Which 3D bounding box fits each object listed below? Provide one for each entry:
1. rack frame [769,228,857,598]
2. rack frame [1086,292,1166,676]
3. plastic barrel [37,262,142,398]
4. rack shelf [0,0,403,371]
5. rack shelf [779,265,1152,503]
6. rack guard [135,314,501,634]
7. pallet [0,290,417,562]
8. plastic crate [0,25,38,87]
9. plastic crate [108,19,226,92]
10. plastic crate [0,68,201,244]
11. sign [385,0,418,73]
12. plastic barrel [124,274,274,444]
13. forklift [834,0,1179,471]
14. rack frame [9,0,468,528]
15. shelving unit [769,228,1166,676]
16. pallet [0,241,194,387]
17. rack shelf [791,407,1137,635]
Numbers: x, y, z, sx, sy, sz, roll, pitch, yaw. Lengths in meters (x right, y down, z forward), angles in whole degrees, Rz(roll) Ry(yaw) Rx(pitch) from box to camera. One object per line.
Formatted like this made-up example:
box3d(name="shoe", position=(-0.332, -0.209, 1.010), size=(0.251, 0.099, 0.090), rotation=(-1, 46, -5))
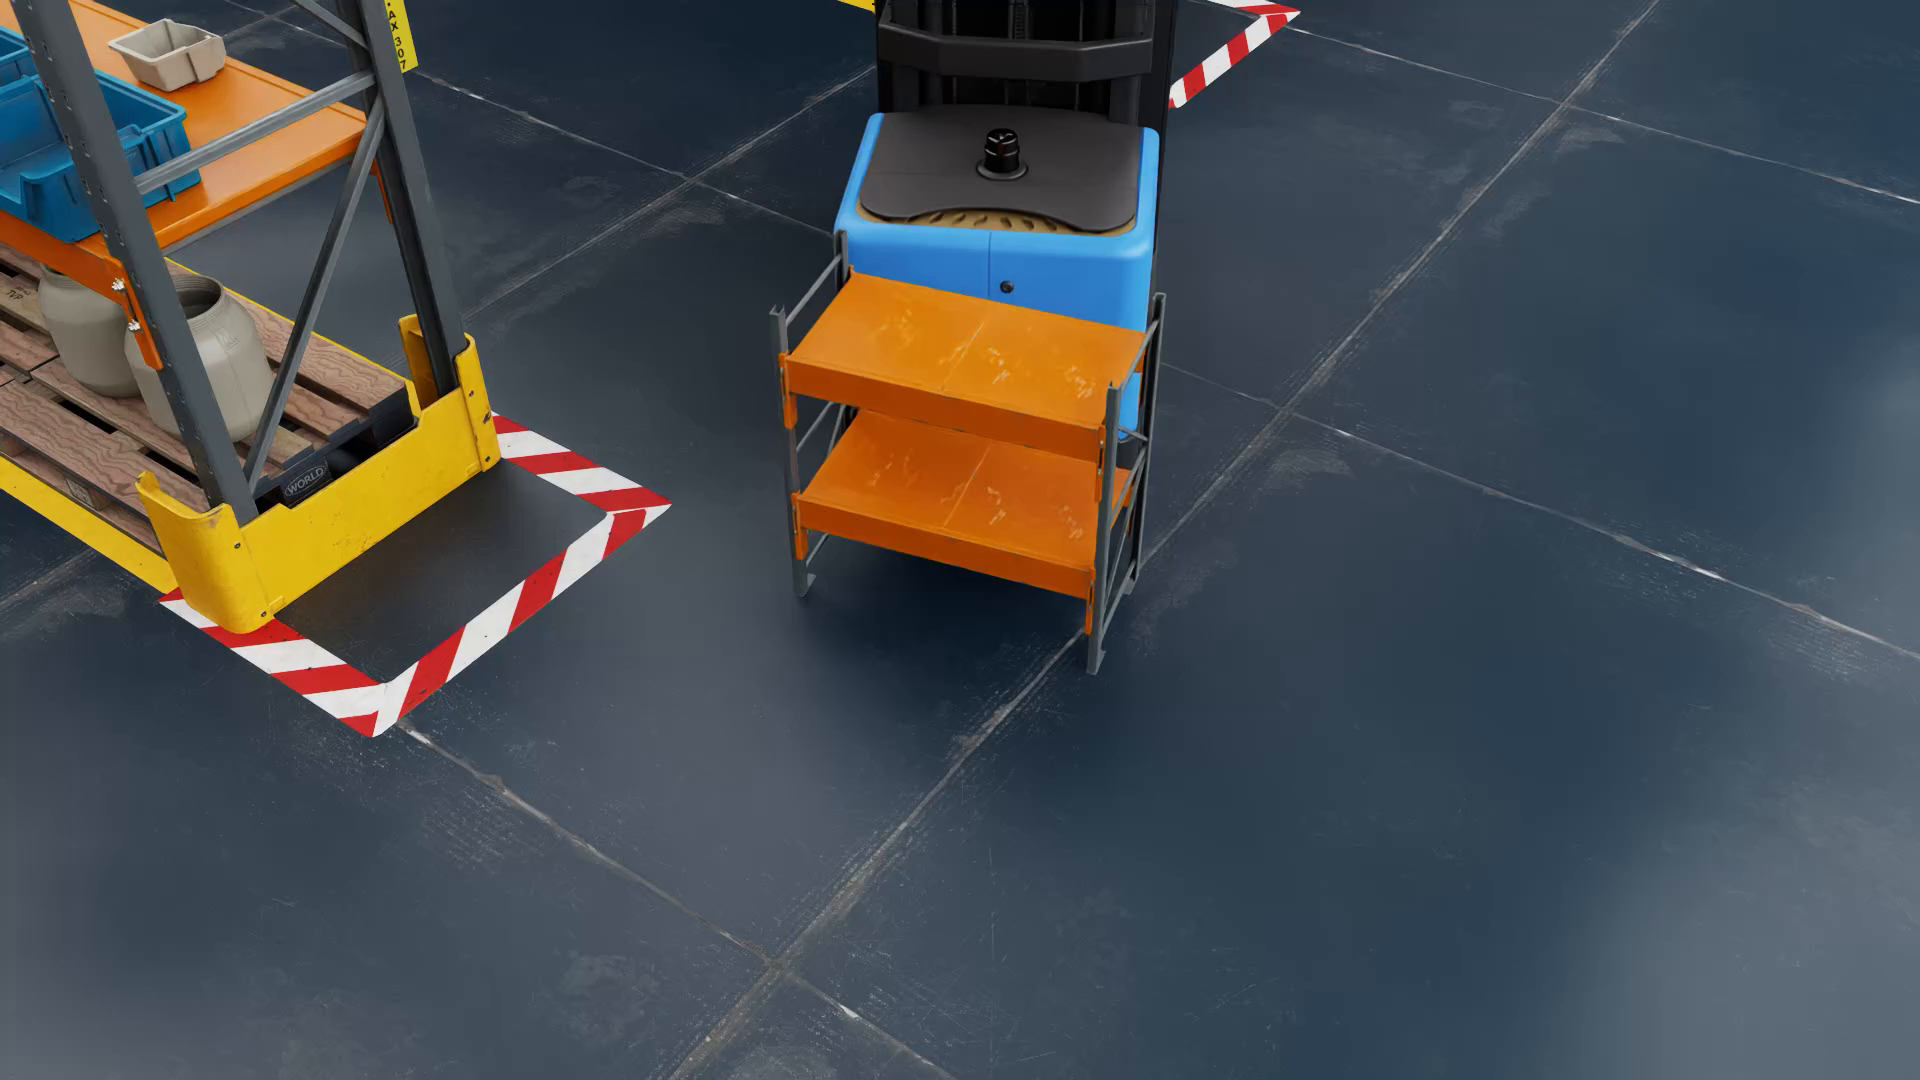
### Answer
box3d(name="rack frame", position=(-0.450, -0.387, 5.339), size=(0.032, 1.125, 0.500), rotation=(14, 44, 15))
box3d(name="rack frame", position=(0.502, -0.149, 5.073), size=(0.032, 1.125, 0.500), rotation=(14, 44, 15))
box3d(name="plastic barrel", position=(-3.035, -0.807, 5.953), size=(0.421, 0.512, 0.421), rotation=(0, 42, 0))
box3d(name="rack shelf", position=(-3.680, -1.673, 5.910), size=(4.000, 0.370, 1.077), rotation=(25, 48, 25))
box3d(name="rack shelf", position=(0.026, -0.486, 5.010), size=(1.000, 0.278, 0.538), rotation=(14, 44, 15))
box3d(name="rack guard", position=(-2.132, -0.248, 5.652), size=(0.348, 0.500, 1.175), rotation=(25, 48, 25))
box3d(name="pallet", position=(-2.794, -0.454, 6.099), size=(1.213, 0.211, 1.003), rotation=(25, 48, 25))
box3d(name="plastic crate", position=(-3.152, -1.400, 5.177), size=(0.408, 0.251, 0.499), rotation=(25, 48, 25))
box3d(name="plastic crate", position=(-2.590, -1.596, 5.482), size=(0.250, 0.136, 0.298), rotation=(25, 48, 25))
box3d(name="plastic crate", position=(-2.624, -1.148, 4.896), size=(0.616, 0.251, 0.499), rotation=(25, 48, 25))
box3d(name="sign", position=(-1.723, -1.577, 5.056), size=(0.005, 0.325, 0.100), rotation=(25, 48, 25))
box3d(name="plastic barrel", position=(-2.625, -0.615, 5.739), size=(0.421, 0.512, 0.421), rotation=(0, 42, 0))
box3d(name="forklift", position=(0.265, -2.224, 6.037), size=(1.130, 2.935, 3.031), rotation=(4, 42, 5))
box3d(name="rack frame", position=(-2.042, -1.176, 4.814), size=(0.127, 3.000, 1.000), rotation=(25, 48, 25))
box3d(name="shelving unit", position=(0.026, -0.268, 5.206), size=(1.048, 1.125, 0.538), rotation=(14, 44, 15))
box3d(name="pallet", position=(-3.788, -0.921, 6.621), size=(1.213, 0.211, 1.003), rotation=(25, 48, 25))
box3d(name="rack shelf", position=(0.026, -0.086, 5.369), size=(1.000, 0.278, 0.538), rotation=(14, 44, 15))
